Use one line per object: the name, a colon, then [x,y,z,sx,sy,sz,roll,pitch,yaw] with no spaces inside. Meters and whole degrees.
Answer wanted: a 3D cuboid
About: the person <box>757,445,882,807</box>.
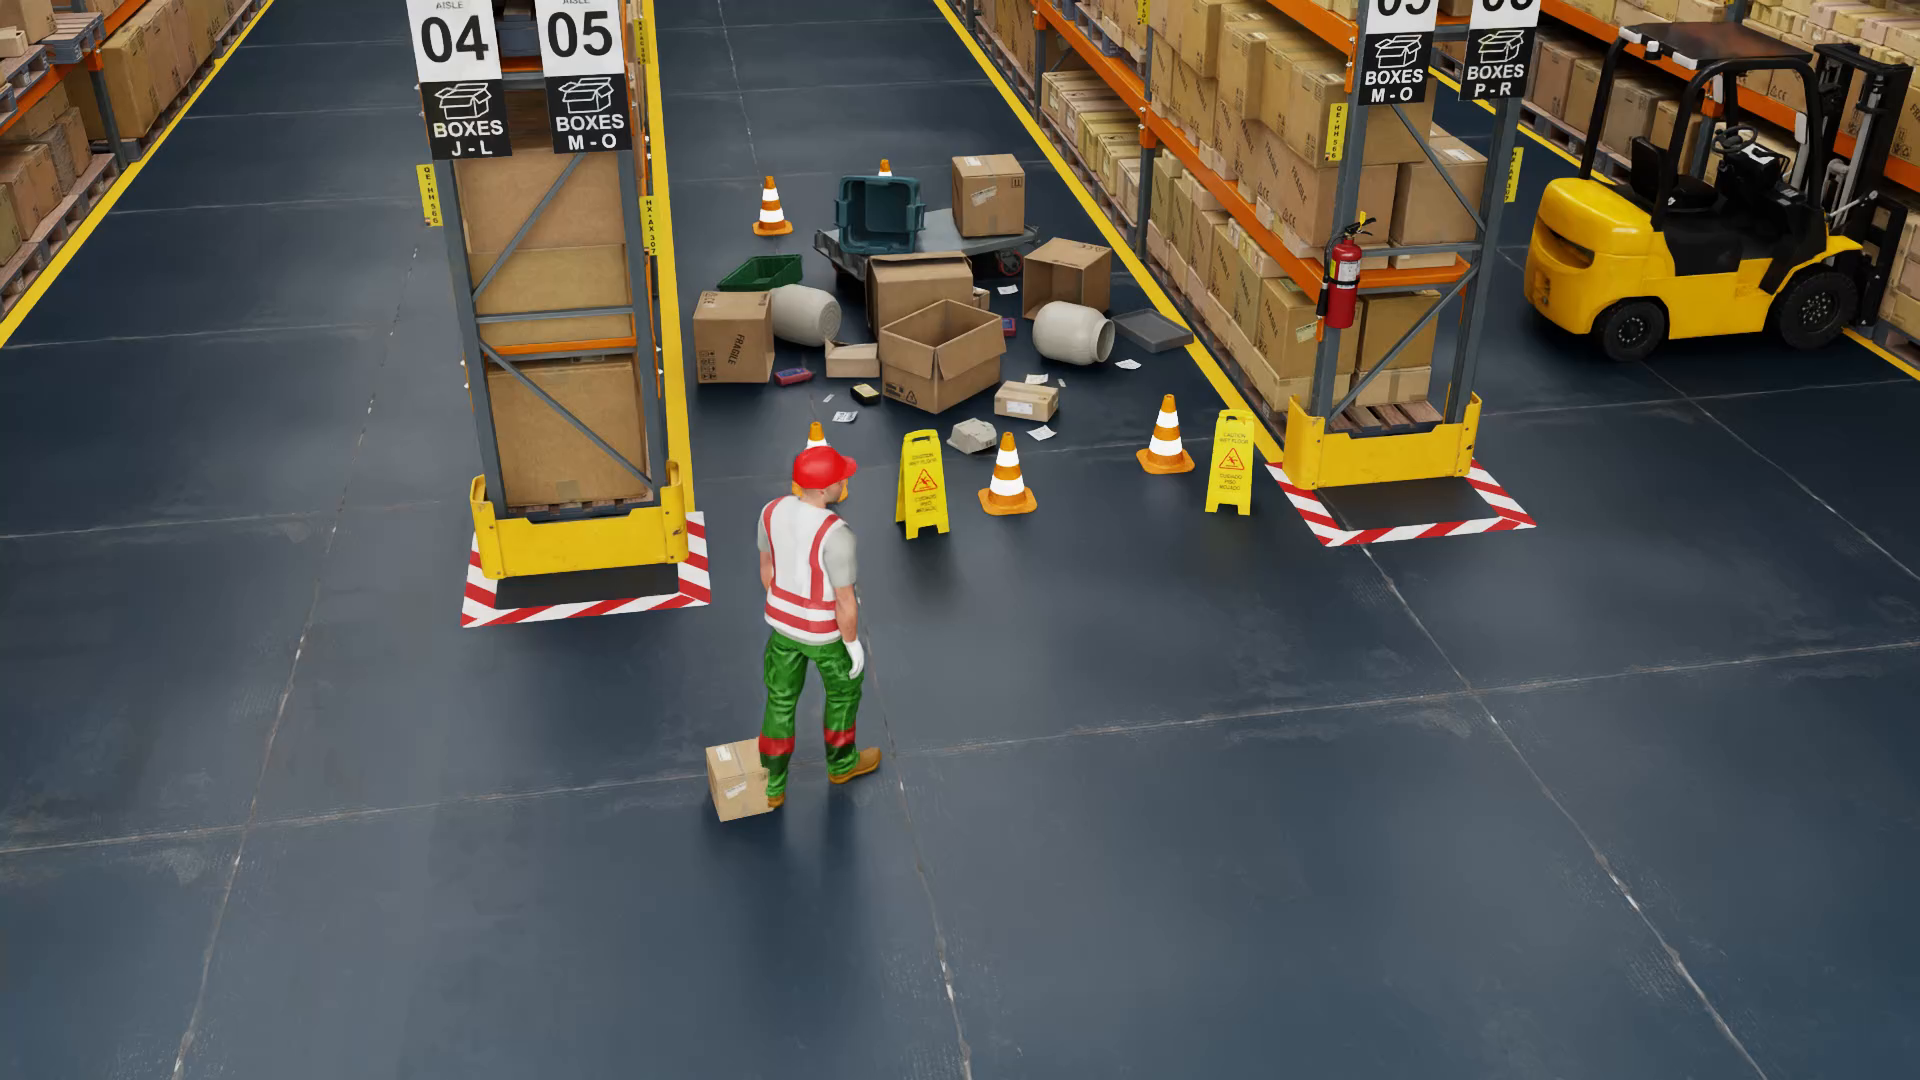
person: [-0.657,0.389,7.459,0.570,1.788,0.618,17,35,27]
